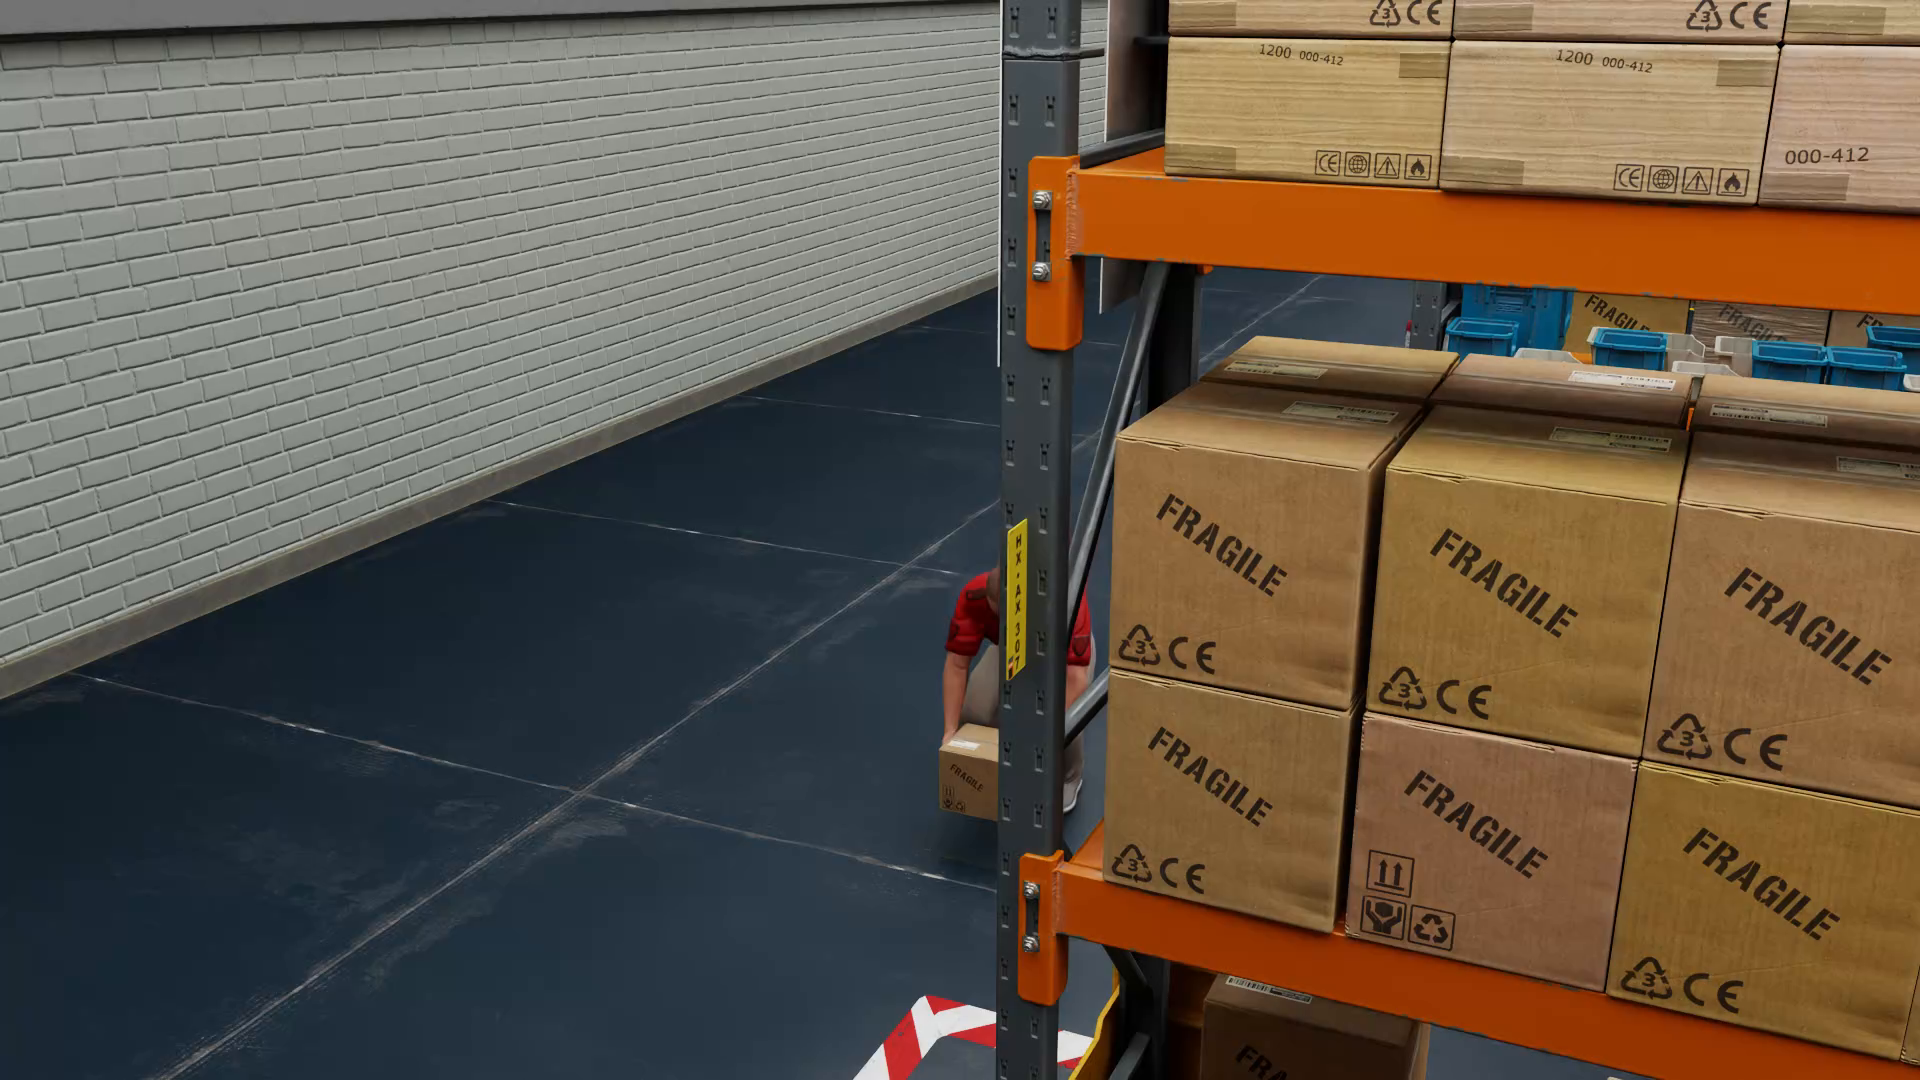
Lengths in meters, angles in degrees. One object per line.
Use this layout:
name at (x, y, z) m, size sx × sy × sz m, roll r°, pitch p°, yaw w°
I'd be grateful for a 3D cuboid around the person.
person at (0.260, 0.525, 6.495) m, size 0.523 × 0.997 × 0.794 m, roll 8°, pitch 21°, yaw 23°
